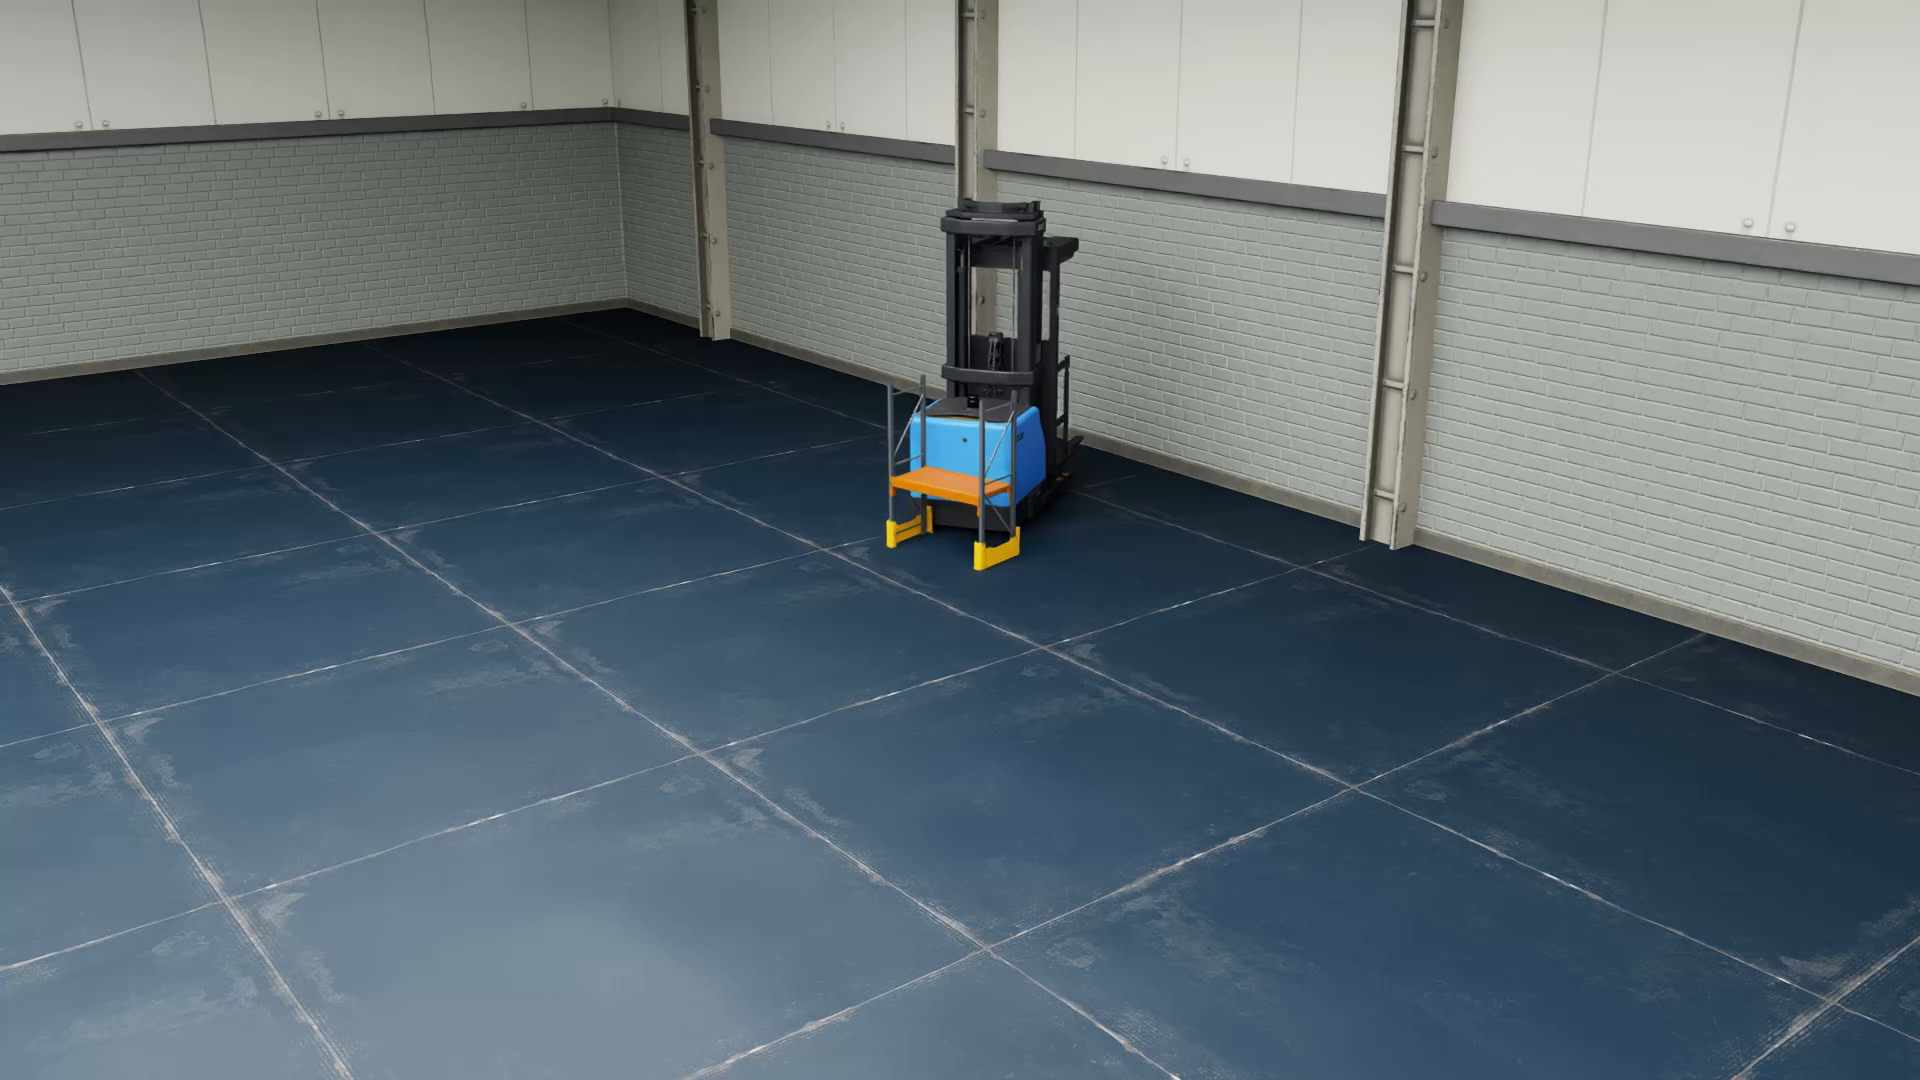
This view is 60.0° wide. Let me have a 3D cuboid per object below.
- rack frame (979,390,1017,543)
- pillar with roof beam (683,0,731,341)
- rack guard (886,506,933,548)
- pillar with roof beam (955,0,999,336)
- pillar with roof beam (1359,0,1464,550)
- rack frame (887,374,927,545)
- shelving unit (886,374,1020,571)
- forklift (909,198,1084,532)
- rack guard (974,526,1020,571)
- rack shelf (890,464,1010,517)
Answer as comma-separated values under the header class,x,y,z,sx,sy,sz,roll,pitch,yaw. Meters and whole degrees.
class,x,y,z,sx,sy,sz,roll,pitch,yaw
rack frame,0.329,-0.522,14.439,0.032,1.500,0.500,14,23,36
pillar with roof beam,-6.917,-6.378,20.195,9.100,9.000,0.400,-14,23,-36
rack guard,-0.459,-0.120,15.216,0.087,0.250,0.587,14,23,36
pillar with roof beam,-3.192,-4.899,15.730,9.100,9.000,0.400,-14,23,-36
pillar with roof beam,0.533,-3.421,11.265,9.100,9.000,0.400,-14,23,-36
rack frame,-0.474,-0.717,15.031,0.032,1.500,0.500,14,23,36
shelving unit,-0.065,-0.618,14.730,1.083,1.500,0.587,14,23,36
forklift,0.502,-1.890,16.296,1.130,2.935,3.031,7,19,19
rack guard,0.328,0.071,14.637,0.087,0.250,0.587,14,23,36
rack shelf,-0.072,-0.449,14.792,1.000,0.185,0.538,14,23,36
